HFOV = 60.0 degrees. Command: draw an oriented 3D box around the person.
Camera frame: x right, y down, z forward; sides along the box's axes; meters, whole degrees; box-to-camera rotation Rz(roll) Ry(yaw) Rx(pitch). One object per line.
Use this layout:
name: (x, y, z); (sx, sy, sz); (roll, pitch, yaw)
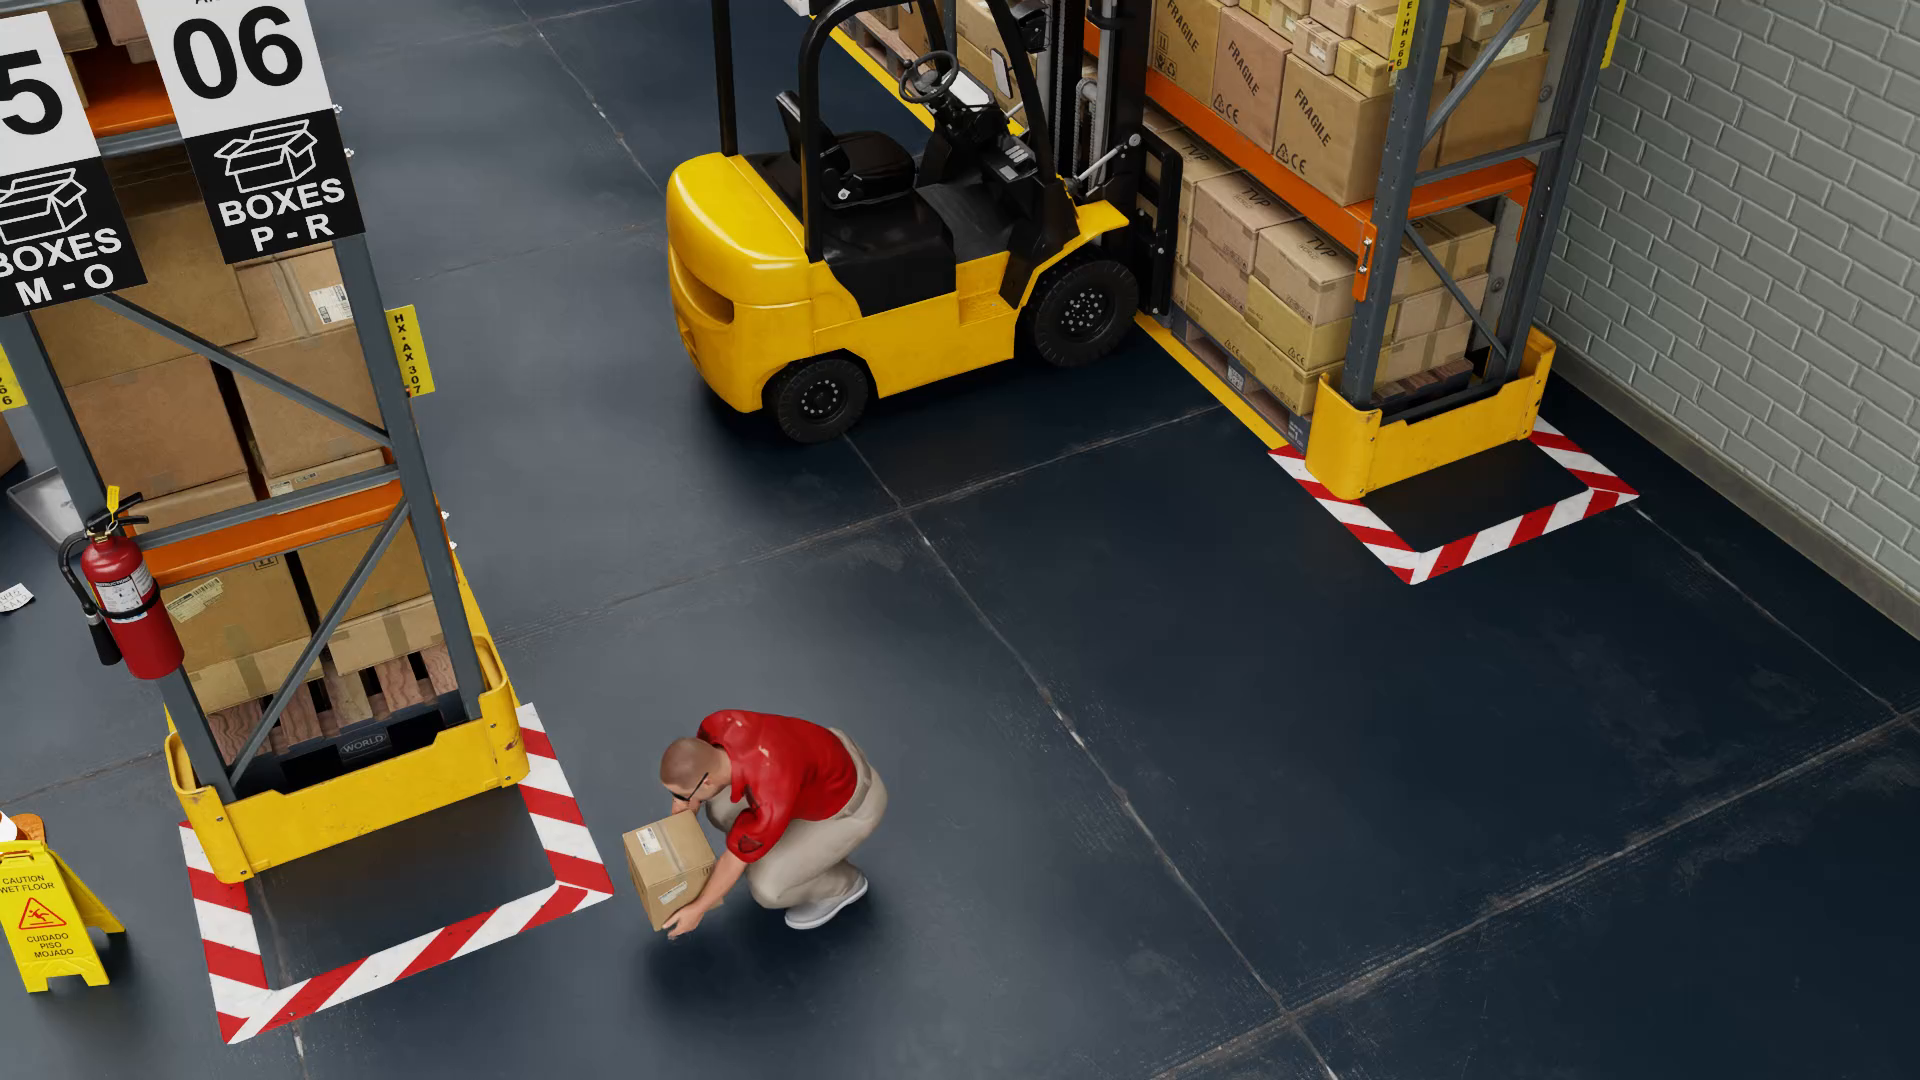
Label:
person: (-0.674, 0.918, 5.694); (0.879, 0.987, 0.526); (-19, 45, -21)
